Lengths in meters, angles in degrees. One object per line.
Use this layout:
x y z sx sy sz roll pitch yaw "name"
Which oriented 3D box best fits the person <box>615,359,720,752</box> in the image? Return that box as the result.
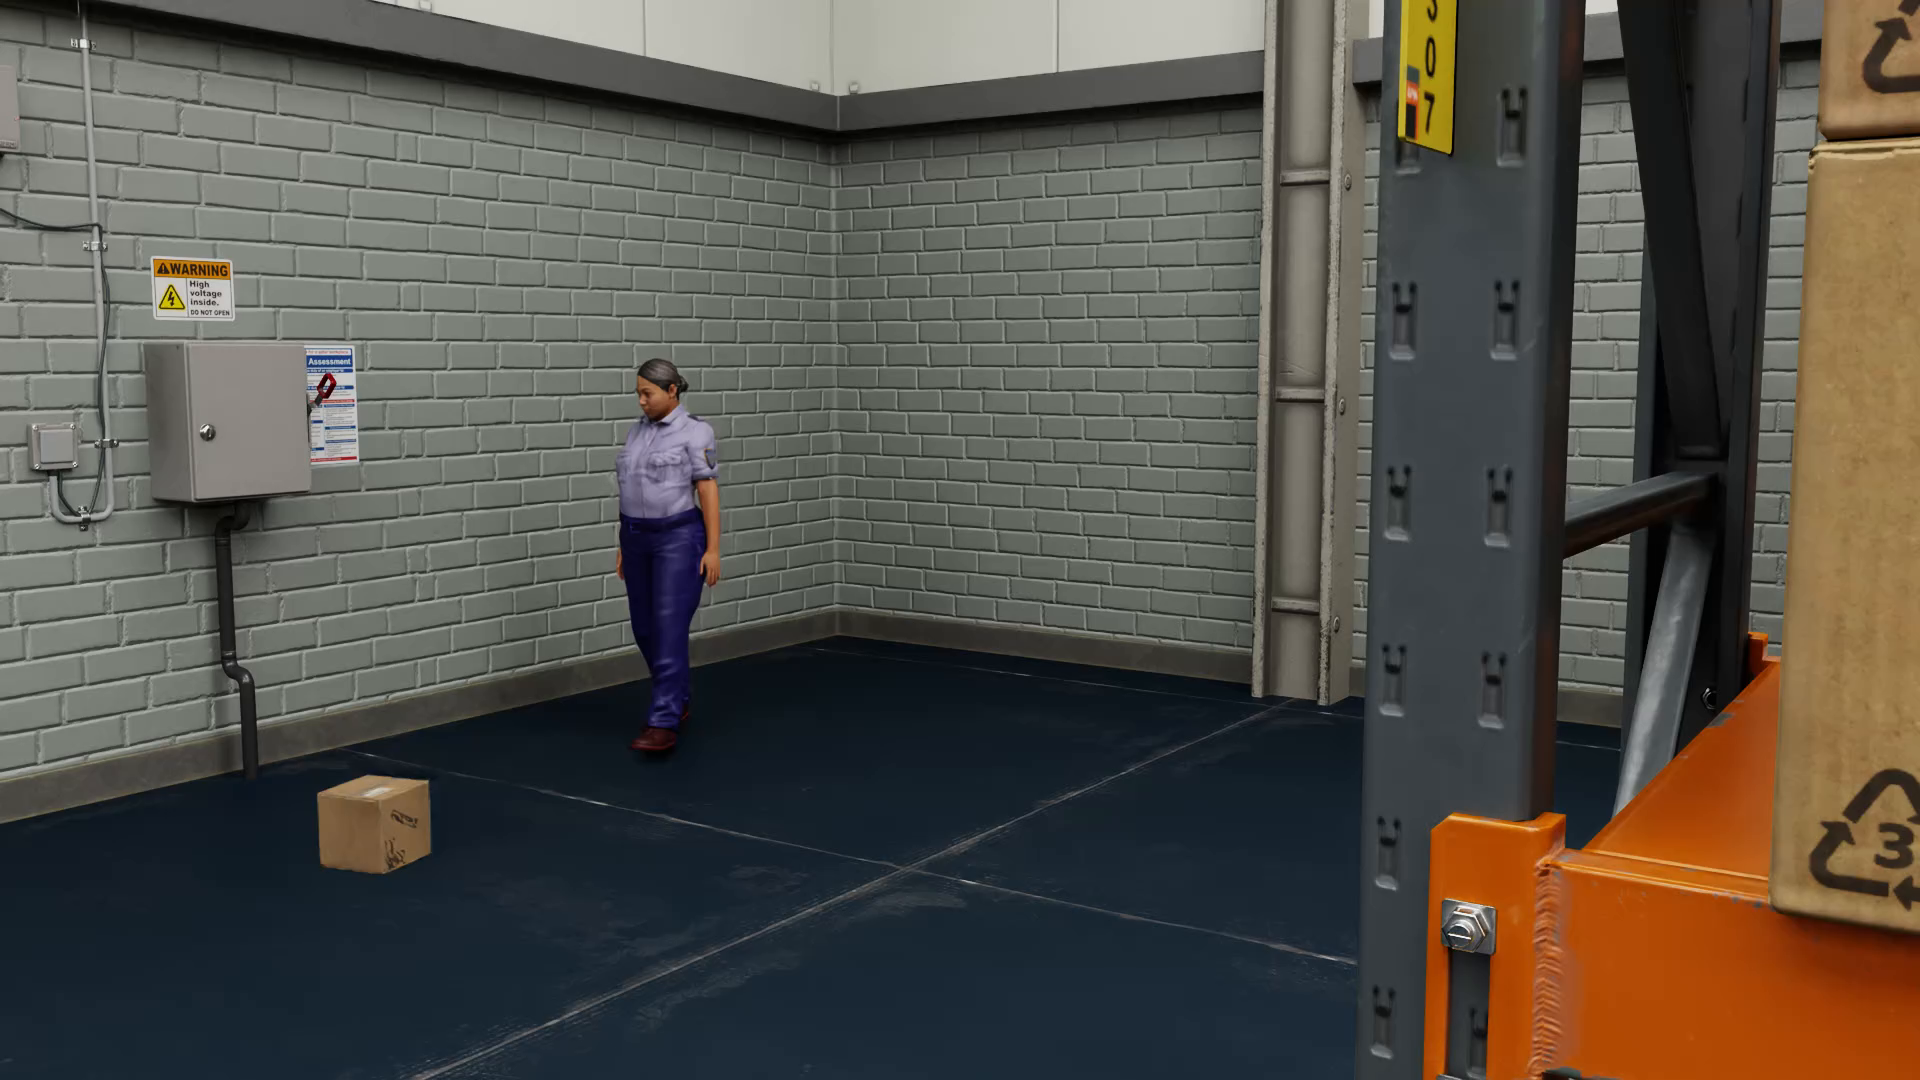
-1.301 0.052 7.070 0.507 1.634 0.680 4 7 30 "person"
